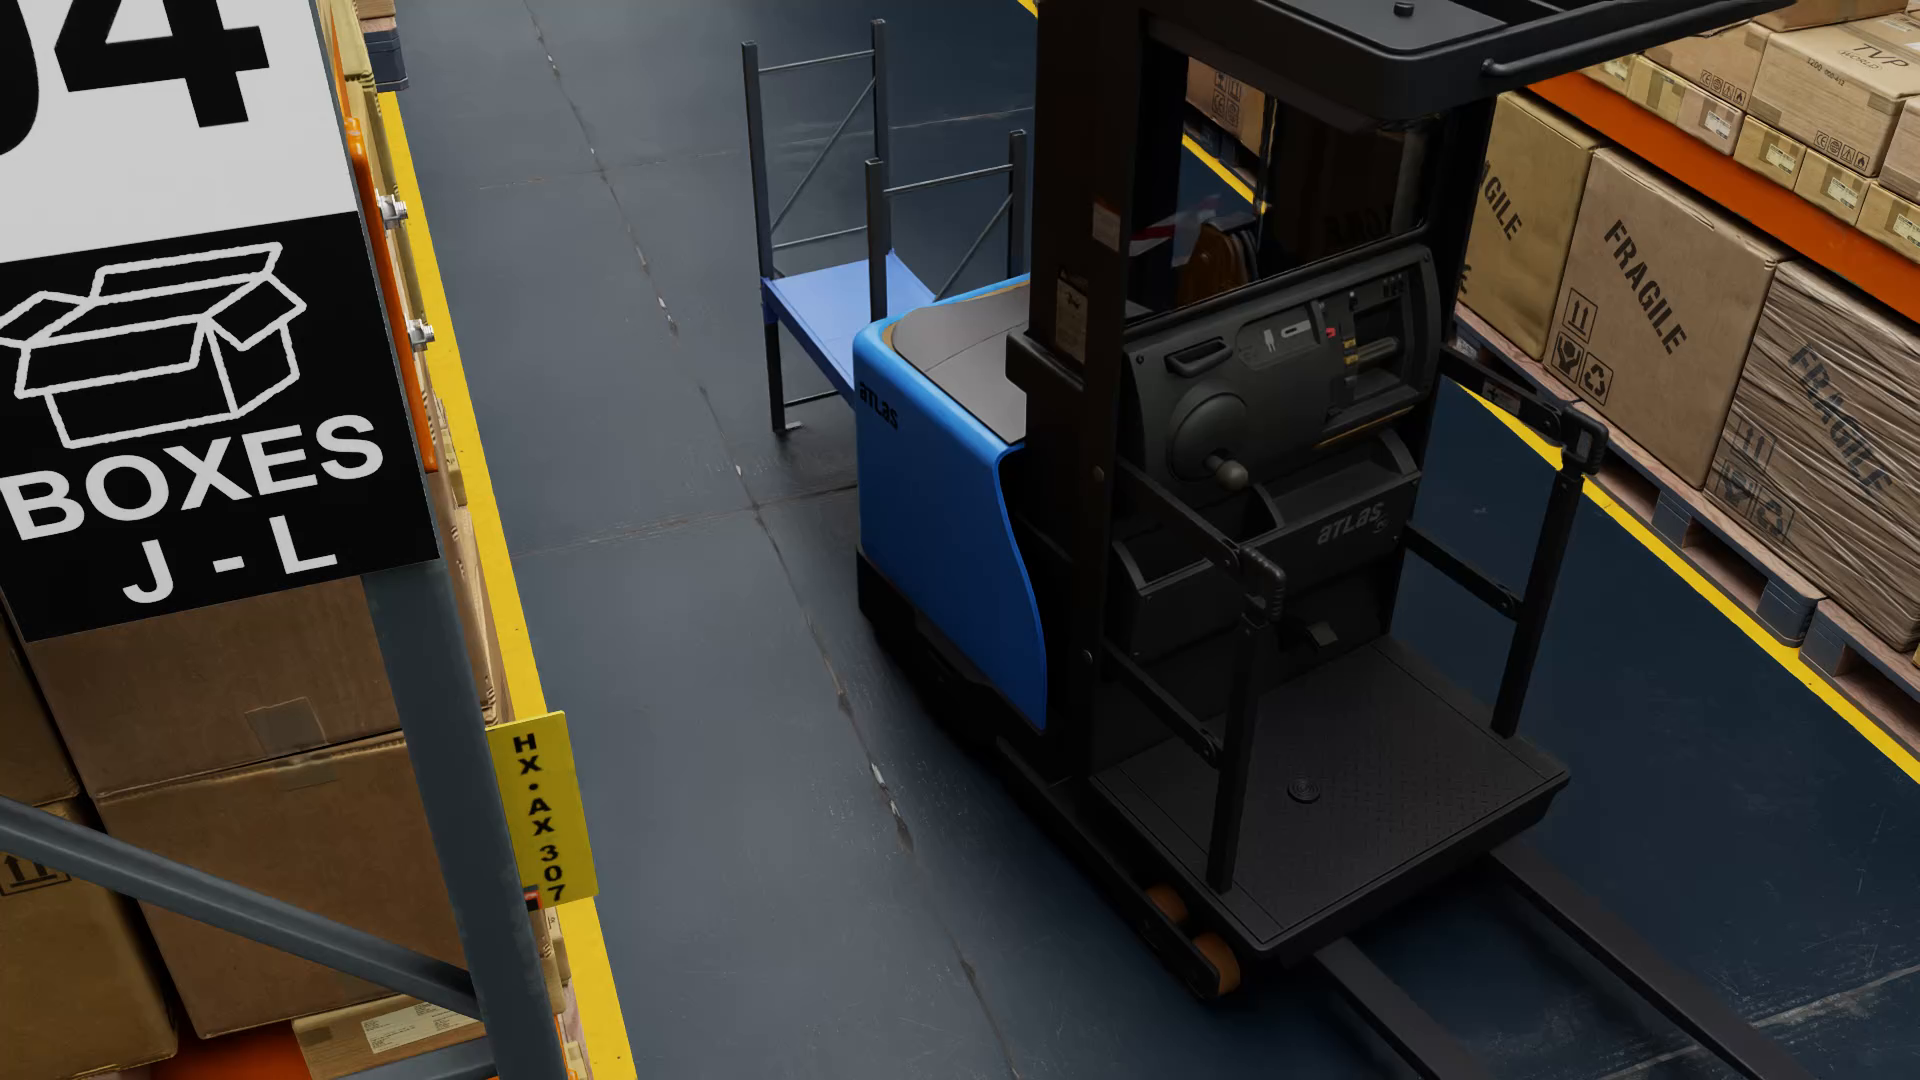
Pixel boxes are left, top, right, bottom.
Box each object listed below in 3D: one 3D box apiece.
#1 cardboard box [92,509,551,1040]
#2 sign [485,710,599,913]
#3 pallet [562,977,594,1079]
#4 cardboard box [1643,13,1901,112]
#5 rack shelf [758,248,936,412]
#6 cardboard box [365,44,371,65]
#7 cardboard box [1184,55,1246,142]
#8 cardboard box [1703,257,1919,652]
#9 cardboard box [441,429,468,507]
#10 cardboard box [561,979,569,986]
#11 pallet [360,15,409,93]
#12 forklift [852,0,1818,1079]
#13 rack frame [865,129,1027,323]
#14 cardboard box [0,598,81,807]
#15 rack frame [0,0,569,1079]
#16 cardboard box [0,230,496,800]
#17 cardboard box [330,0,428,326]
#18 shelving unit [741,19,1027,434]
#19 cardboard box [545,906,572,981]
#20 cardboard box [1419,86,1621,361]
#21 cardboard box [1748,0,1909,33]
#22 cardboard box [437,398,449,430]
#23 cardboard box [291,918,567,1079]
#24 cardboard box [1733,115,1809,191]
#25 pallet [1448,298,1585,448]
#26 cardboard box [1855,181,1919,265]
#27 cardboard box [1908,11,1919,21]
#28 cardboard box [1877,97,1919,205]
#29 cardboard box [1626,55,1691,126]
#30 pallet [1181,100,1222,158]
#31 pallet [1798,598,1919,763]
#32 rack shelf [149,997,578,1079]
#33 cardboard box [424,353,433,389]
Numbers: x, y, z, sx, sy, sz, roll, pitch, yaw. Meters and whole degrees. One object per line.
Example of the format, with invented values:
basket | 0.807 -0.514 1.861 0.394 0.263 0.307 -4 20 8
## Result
cardboard box | -0.926 0.334 2.483 0.500 0.500 0.500 -11 38 -14
sign | -0.522 0.345 2.079 0.100 0.325 0.005 -12 39 -16
pallet | -1.304 1.408 3.705 1.003 0.211 1.213 -12 39 -16
cardboard box | 2.550 -1.592 5.247 0.500 0.250 0.500 -12 38 -15
rack shelf | -0.258 -0.656 5.673 0.538 0.185 1.000 -16 40 -20
cardboard box | -1.798 -1.106 4.395 0.500 0.500 0.500 -13 39 -17
cardboard box | 1.737 -2.607 8.135 1.225 0.875 0.875 -14 39 -18
cardboard box | 3.052 -0.344 5.131 0.875 0.875 0.875 -12 39 -16
cardboard box | -1.787 -0.194 5.287 0.380 0.149 0.250 -14 39 -18
cardboard box | -1.155 0.975 3.982 0.380 0.149 0.250 -12 39 -15
pallet | -2.534 -1.841 5.861 1.003 0.211 1.213 -12 39 -16
forklift | 0.896 -0.339 3.764 1.130 2.935 3.031 -21 42 -26
rack frame | -0.036 -0.524 5.199 0.500 1.500 0.032 -16 40 -20
cardboard box | -1.422 0.039 2.044 0.500 0.500 0.500 -13 39 -17
rack frame | -1.028 0.803 2.191 0.949 2.616 0.053 -12 39 -16
cardboard box | -0.937 -0.063 2.179 0.500 0.500 0.500 -13 39 -16
cardboard box | -1.274 -0.645 2.952 0.500 0.500 0.500 -13 39 -17
shelving unit | -0.258 -0.799 5.565 0.538 1.500 1.048 -16 40 -20
cardboard box | -1.067 0.871 3.627 0.380 0.149 0.250 -13 39 -16
cardboard box | 2.436 -1.355 6.473 0.875 0.875 0.875 -12 39 -16
cardboard box | 2.554 -1.888 5.018 0.500 0.500 0.500 -14 39 -17
cardboard box | -1.953 -0.334 5.721 0.380 0.149 0.250 -12 39 -15
cardboard box | -0.835 0.653 2.599 0.380 0.149 0.250 -13 39 -16
cardboard box | 2.611 -1.209 5.071 0.380 0.149 0.250 -14 39 -17
pallet | 2.472 -0.866 6.725 1.003 0.211 1.213 -12 39 -16
cardboard box | 2.786 -0.922 4.690 0.380 0.149 0.250 -12 39 -16
cardboard box | 3.210 -1.423 5.023 0.500 0.250 0.500 -13 39 -17
cardboard box | 2.895 -1.018 4.486 0.500 0.250 0.500 -14 39 -17
cardboard box | 2.435 -1.500 5.457 0.380 0.149 0.250 -13 39 -17
pallet | 1.524 -2.423 8.791 1.003 0.211 1.213 -12 39 -16
pallet | 3.312 0.512 4.895 1.003 0.211 1.213 -12 39 -16
rack shelf | -1.720 -0.039 3.906 1.077 0.370 4.000 -12 39 -16
cardboard box | -2.001 -0.492 5.683 0.380 0.149 0.250 -12 39 -15
